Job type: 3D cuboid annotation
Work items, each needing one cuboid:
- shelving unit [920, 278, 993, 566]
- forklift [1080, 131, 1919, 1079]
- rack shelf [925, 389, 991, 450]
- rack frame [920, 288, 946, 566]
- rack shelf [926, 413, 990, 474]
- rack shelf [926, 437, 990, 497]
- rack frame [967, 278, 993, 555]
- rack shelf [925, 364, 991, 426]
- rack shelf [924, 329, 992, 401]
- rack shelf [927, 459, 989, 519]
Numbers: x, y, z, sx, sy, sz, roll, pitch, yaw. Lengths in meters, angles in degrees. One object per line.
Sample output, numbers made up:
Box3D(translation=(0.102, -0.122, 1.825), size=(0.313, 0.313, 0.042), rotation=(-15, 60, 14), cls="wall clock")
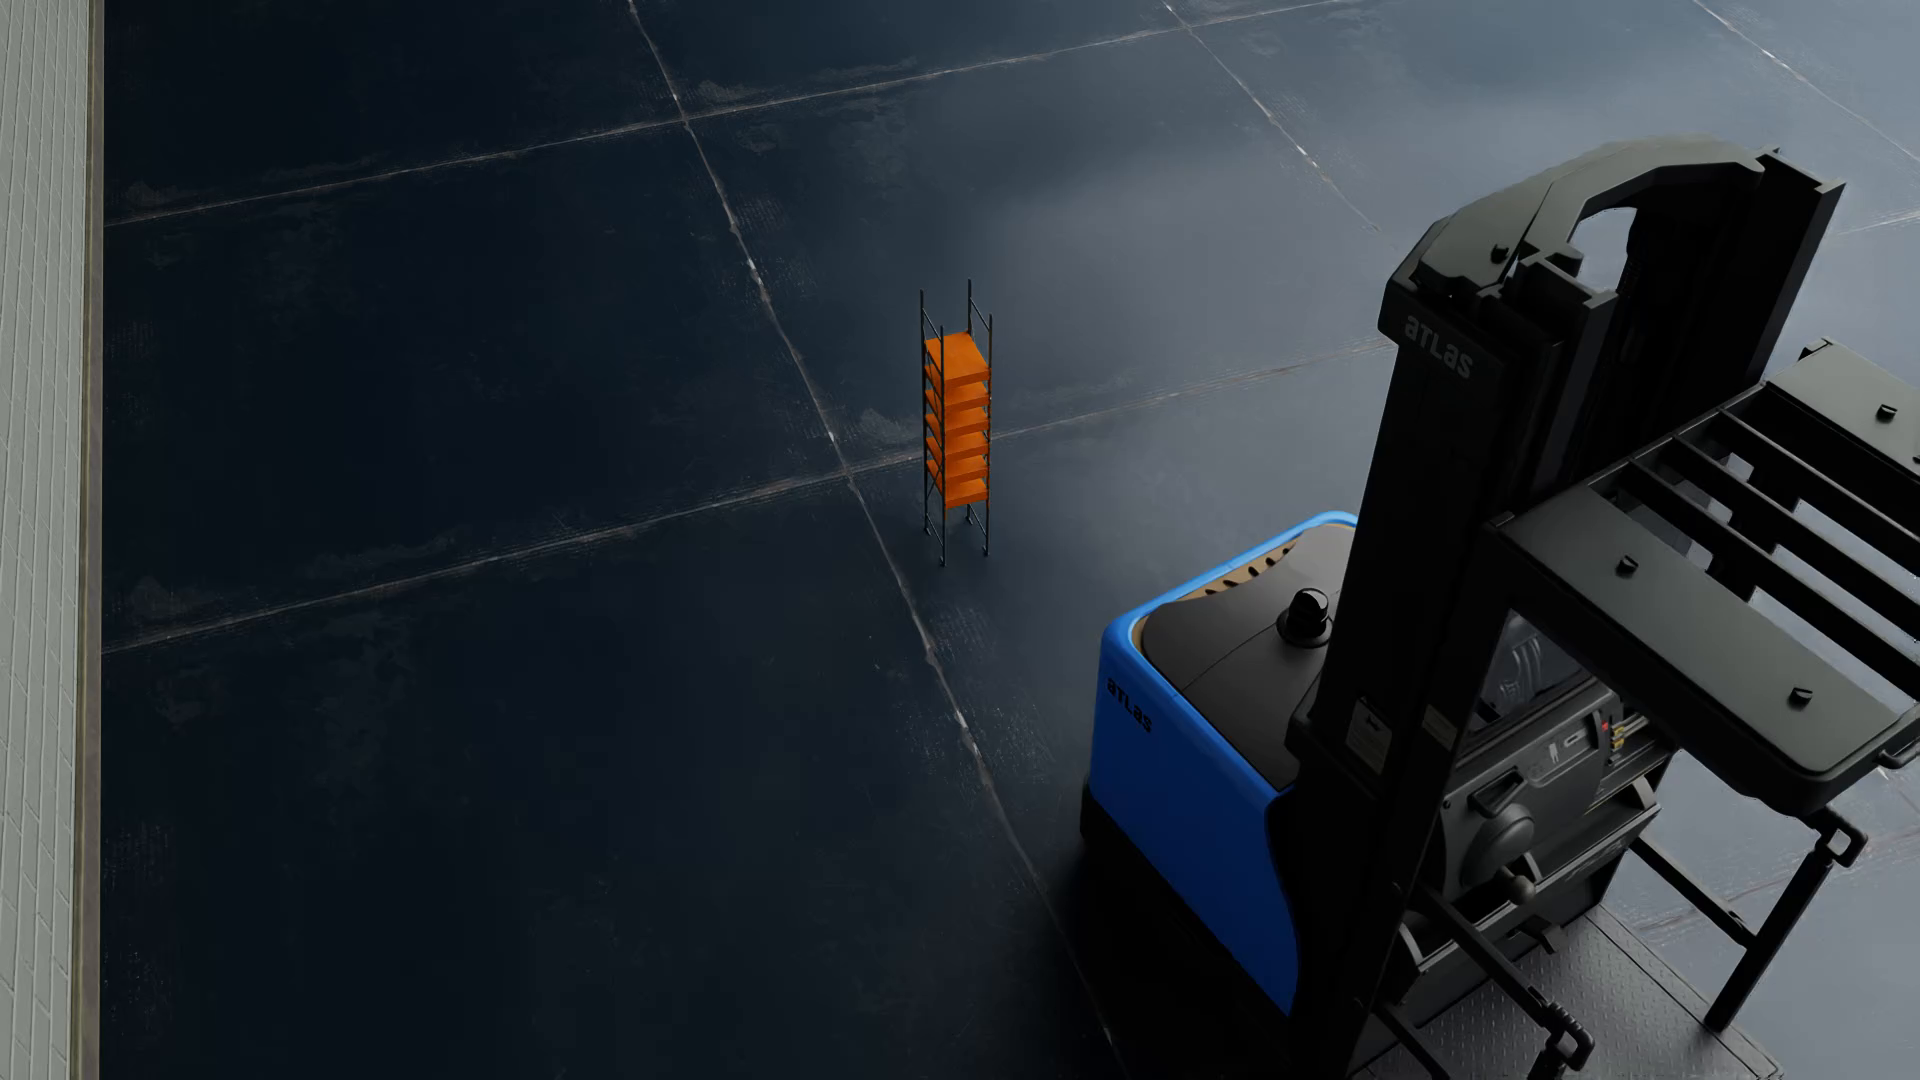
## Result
Box3D(translation=(-0.014, -0.420, 6.322), size=(0.189, 1.200, 0.258), rotation=(-14, 47, -14), cls="shelving unit")
Box3D(translation=(1.644, 0.662, 4.021), size=(1.130, 2.935, 3.031), rotation=(-25, 50, -23), cls="forklift")
Box3D(translation=(-0.014, -0.473, 6.268), size=(0.180, 0.103, 0.258), rotation=(-14, 47, -14), cls="rack shelf")
Box3D(translation=(-0.100, -0.398, 6.300), size=(0.006, 1.200, 0.240), rotation=(-14, 47, -14), cls="rack frame")
Box3D(translation=(-0.014, -0.389, 6.353), size=(0.180, 0.103, 0.258), rotation=(-14, 47, -14), cls="rack shelf")
Box3D(translation=(-0.014, -0.304, 6.438), size=(0.180, 0.103, 0.258), rotation=(-14, 47, -14), cls="rack shelf")
Box3D(translation=(0.072, -0.442, 6.343), size=(0.006, 1.200, 0.240), rotation=(-14, 47, -14), cls="rack frame")
Box3D(translation=(-0.014, -0.558, 6.183), size=(0.180, 0.103, 0.258), rotation=(-14, 47, -14), cls="rack shelf")
Box3D(translation=(-0.014, -0.643, 6.098), size=(0.180, 0.103, 0.258), rotation=(-14, 47, -14), cls="rack shelf")
Box3D(translation=(-0.014, -0.219, 6.523), size=(0.180, 0.103, 0.258), rotation=(-14, 47, -14), cls="rack shelf")
